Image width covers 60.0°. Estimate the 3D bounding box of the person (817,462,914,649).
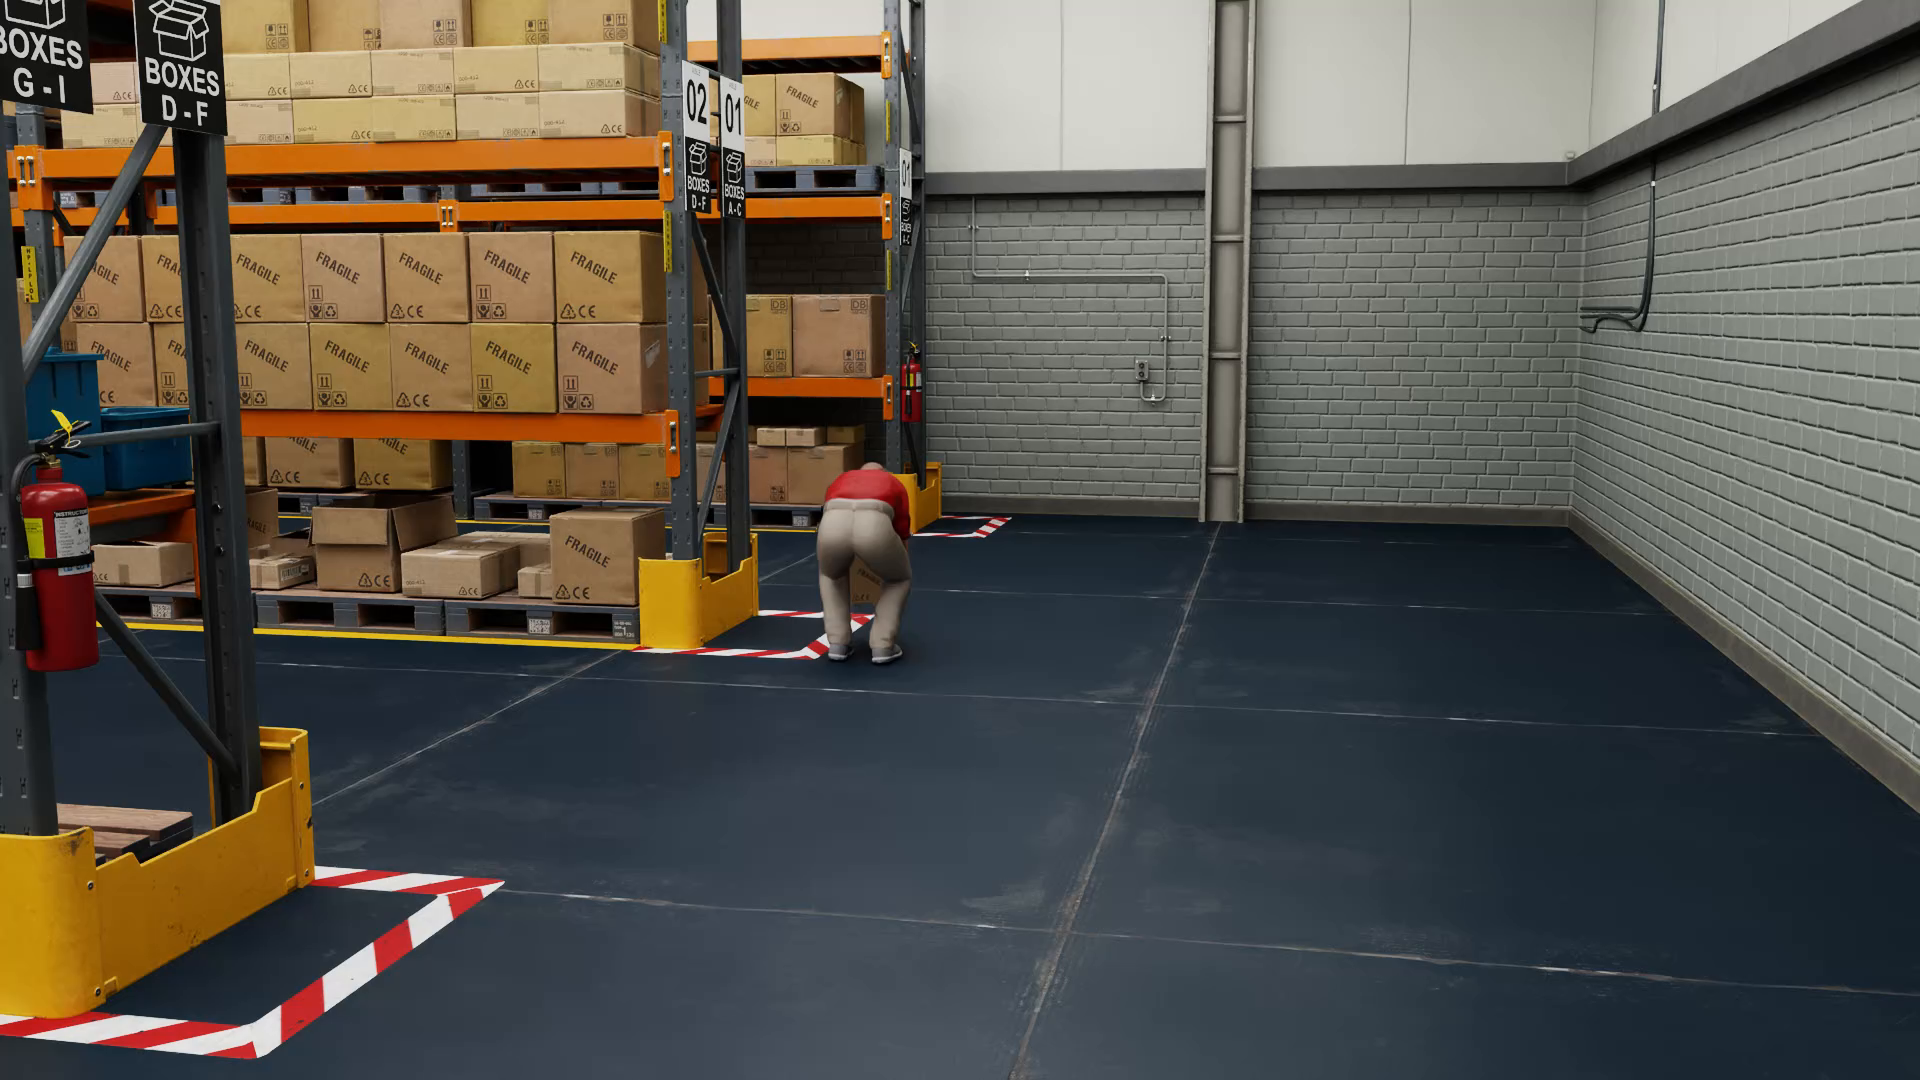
[{"bbox_3d":[-0.510,0.082,9.102,0.524,0.950,0.943,1,8,7],"label":"person"}]
